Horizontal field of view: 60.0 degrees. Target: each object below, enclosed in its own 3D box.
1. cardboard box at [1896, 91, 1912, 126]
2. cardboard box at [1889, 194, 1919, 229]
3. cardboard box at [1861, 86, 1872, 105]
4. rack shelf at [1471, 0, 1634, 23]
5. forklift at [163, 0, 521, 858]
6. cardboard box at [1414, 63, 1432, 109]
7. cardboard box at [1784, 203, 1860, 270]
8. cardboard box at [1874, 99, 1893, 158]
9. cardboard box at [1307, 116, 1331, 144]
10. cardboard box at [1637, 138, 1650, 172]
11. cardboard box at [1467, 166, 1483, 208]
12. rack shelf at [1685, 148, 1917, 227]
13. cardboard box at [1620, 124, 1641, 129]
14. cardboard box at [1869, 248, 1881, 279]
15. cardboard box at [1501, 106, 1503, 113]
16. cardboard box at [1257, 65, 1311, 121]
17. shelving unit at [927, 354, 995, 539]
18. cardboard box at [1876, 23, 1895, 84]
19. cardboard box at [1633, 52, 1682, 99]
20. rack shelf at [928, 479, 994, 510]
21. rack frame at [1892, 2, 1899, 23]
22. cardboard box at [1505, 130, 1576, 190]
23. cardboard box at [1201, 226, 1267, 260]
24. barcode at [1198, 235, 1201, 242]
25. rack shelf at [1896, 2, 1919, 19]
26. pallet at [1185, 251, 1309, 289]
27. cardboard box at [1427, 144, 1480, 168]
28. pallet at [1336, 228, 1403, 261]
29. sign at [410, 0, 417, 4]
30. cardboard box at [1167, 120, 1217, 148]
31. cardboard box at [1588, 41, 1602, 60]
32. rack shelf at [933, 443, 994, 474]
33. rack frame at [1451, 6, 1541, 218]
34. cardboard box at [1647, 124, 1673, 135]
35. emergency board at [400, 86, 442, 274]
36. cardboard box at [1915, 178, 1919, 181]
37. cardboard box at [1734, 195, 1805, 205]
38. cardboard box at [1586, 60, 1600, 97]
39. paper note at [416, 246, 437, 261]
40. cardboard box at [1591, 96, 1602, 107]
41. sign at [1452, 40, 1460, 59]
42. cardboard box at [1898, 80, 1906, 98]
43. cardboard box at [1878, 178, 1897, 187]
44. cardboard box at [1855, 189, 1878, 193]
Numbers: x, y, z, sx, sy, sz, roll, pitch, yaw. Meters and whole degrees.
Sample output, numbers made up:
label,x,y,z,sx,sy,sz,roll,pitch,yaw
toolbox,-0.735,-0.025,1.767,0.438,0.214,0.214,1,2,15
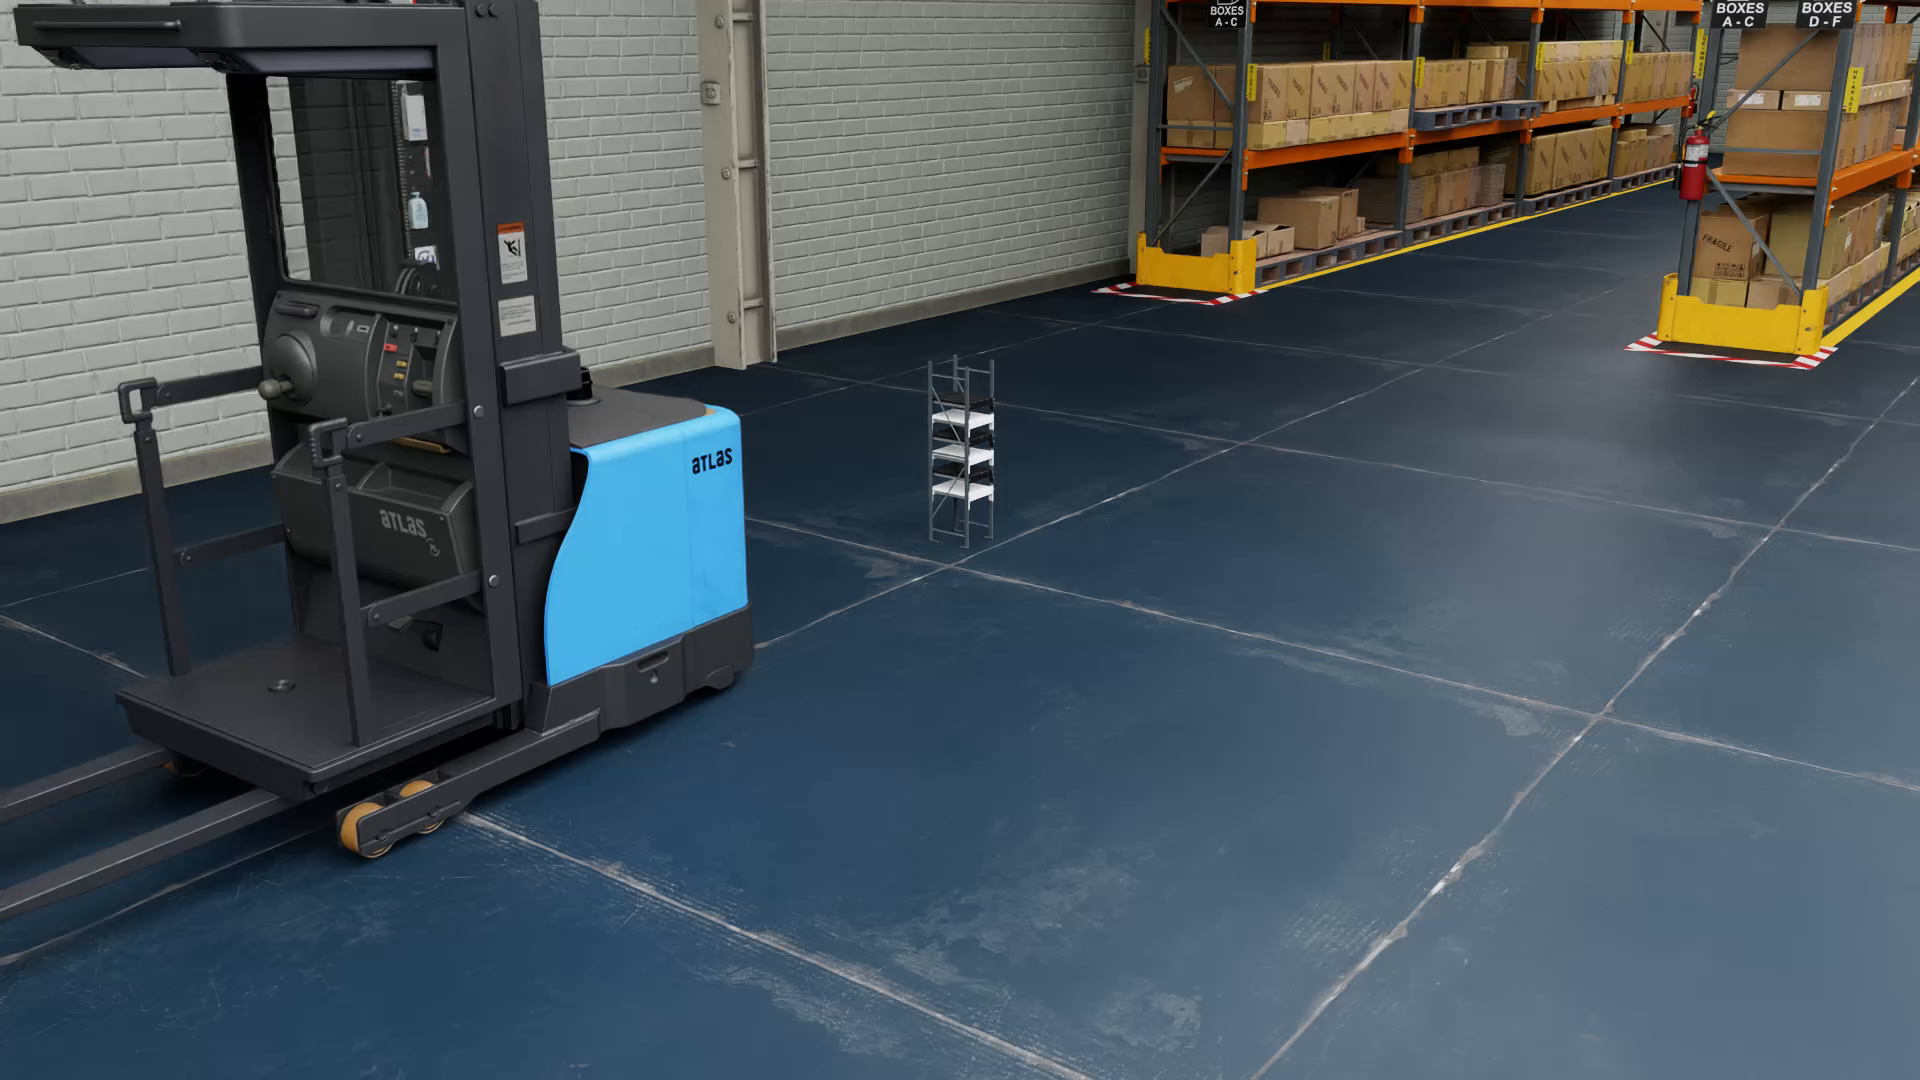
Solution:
label,x,y,z,sx,sy,sz,roll,pitch,yaw
cardboard box,9.380,-4.307,16.885,0.500,0.500,0.500,14,22,39
cardboard box,9.652,-3.405,17.133,0.500,0.311,0.500,12,21,33
cardboard box,7.385,-3.721,13.905,0.380,0.149,0.250,12,21,34
rack shelf,8.190,-7.346,22.996,1.077,0.370,4.000,12,21,35
forklift,-2.062,-0.587,5.191,1.121,2.935,3.031,12,21,33
cardboard box,4.945,-5.201,19.023,0.700,0.500,0.500,12,21,35
cardboard box,7.294,-2.575,14.143,0.500,0.500,0.500,12,21,35
cardboard box,8.027,-3.768,15.149,0.700,0.500,0.500,12,21,34
cardboard box,3.383,-4.120,16.671,0.500,0.250,0.500,12,21,34
cardboard box,10.519,-6.141,26.468,0.700,0.500,0.500,13,21,36
cardboard box,20.828,-3.987,15.739,30.589,2.729,9.244,12,21,35
rack shelf,7.404,-3.133,14.489,1.077,0.370,4.000,12,21,35
cardboard box,11.041,-6.762,27.375,0.380,0.149,0.250,12,21,35
cardboard box,8.189,-2.574,15.404,0.500,0.250,0.500,12,21,35
cardboard box,7.380,-5.708,21.955,0.380,0.149,0.250,12,21,34
cardboard box,3.060,-4.348,16.141,0.500,0.500,0.500,12,21,35
shelving unit,-7.680,1.249,2.705,6.000,0.900,18.469,12,21,35
cardboard box,7.737,-4.274,14.593,0.700,0.500,0.500,12,21,35
cardboard box,11.044,-7.531,26.930,0.980,0.700,0.700,12,21,34
rack shelf,-7.681,1.548,2.796,6.000,0.275,18.464,12,21,35
rack frame,10.979,-4.906,18.984,1.000,3.000,0.127,12,21,35
cardboard box,8.069,-5.314,23.214,0.750,0.750,0.750,12,21,34
cardboard box,2.716,-2.950,16.477,0.500,0.311,0.500,10,20,29
barcode,2.406,-3.029,16.717,0.001,0.075,0.075,12,21,35
rack shelf,12.170,-6.471,20.180,1.077,0.370,4.000,12,21,35
pallet,2.789,-2.749,16.739,1.003,0.211,1.213,12,21,35
cardboard box,6.221,-4.850,21.011,0.500,0.250,0.500,13,21,36
pallet,4.243,-3.330,18.611,1.003,0.211,1.213,12,21,35
sign,-3.209,-3.306,9.925,0.001,0.298,0.199,12,21,35
cardboard box,2.354,-3.959,16.152,0.500,0.250,0.500,13,21,35
cardboard box,8.692,-6.893,23.413,0.500,0.250,0.500,13,21,36
rack shelf,0.005,-0.400,8.126,0.258,0.077,0.200,12,21,35
rack frame,6.998,-5.780,21.800,1.000,3.000,0.127,12,21,35
cardboard box,11.498,-6.755,27.352,0.380,0.149,0.250,12,21,34
emergency board,-3.124,-2.184,10.218,0.194,1.169,0.643,12,21,35
cardboard box,11.479,-3.980,19.476,0.500,0.500,0.500,14,22,37
cardboard box,7.176,-2.786,14.821,0.500,0.500,0.500,12,21,35
cardboard box,8.707,-6.537,23.531,0.500,0.500,0.500,12,21,35
paper note,-3.285,-1.733,10.252,0.016,0.148,0.142,12,21,35
cardboard box,8.975,-6.301,23.866,0.380,0.149,0.250,12,21,35
sign,6.550,-6.431,21.942,0.100,0.325,0.005,12,21,35
cardboard box,8.456,-4.150,15.286,0.380,0.149,0.250,12,21,34
cardboard box,10.431,-3.988,19.012,0.500,0.311,0.500,13,22,37
cardboard box,9.513,-3.618,17.820,0.500,0.311,0.500,12,21,34
